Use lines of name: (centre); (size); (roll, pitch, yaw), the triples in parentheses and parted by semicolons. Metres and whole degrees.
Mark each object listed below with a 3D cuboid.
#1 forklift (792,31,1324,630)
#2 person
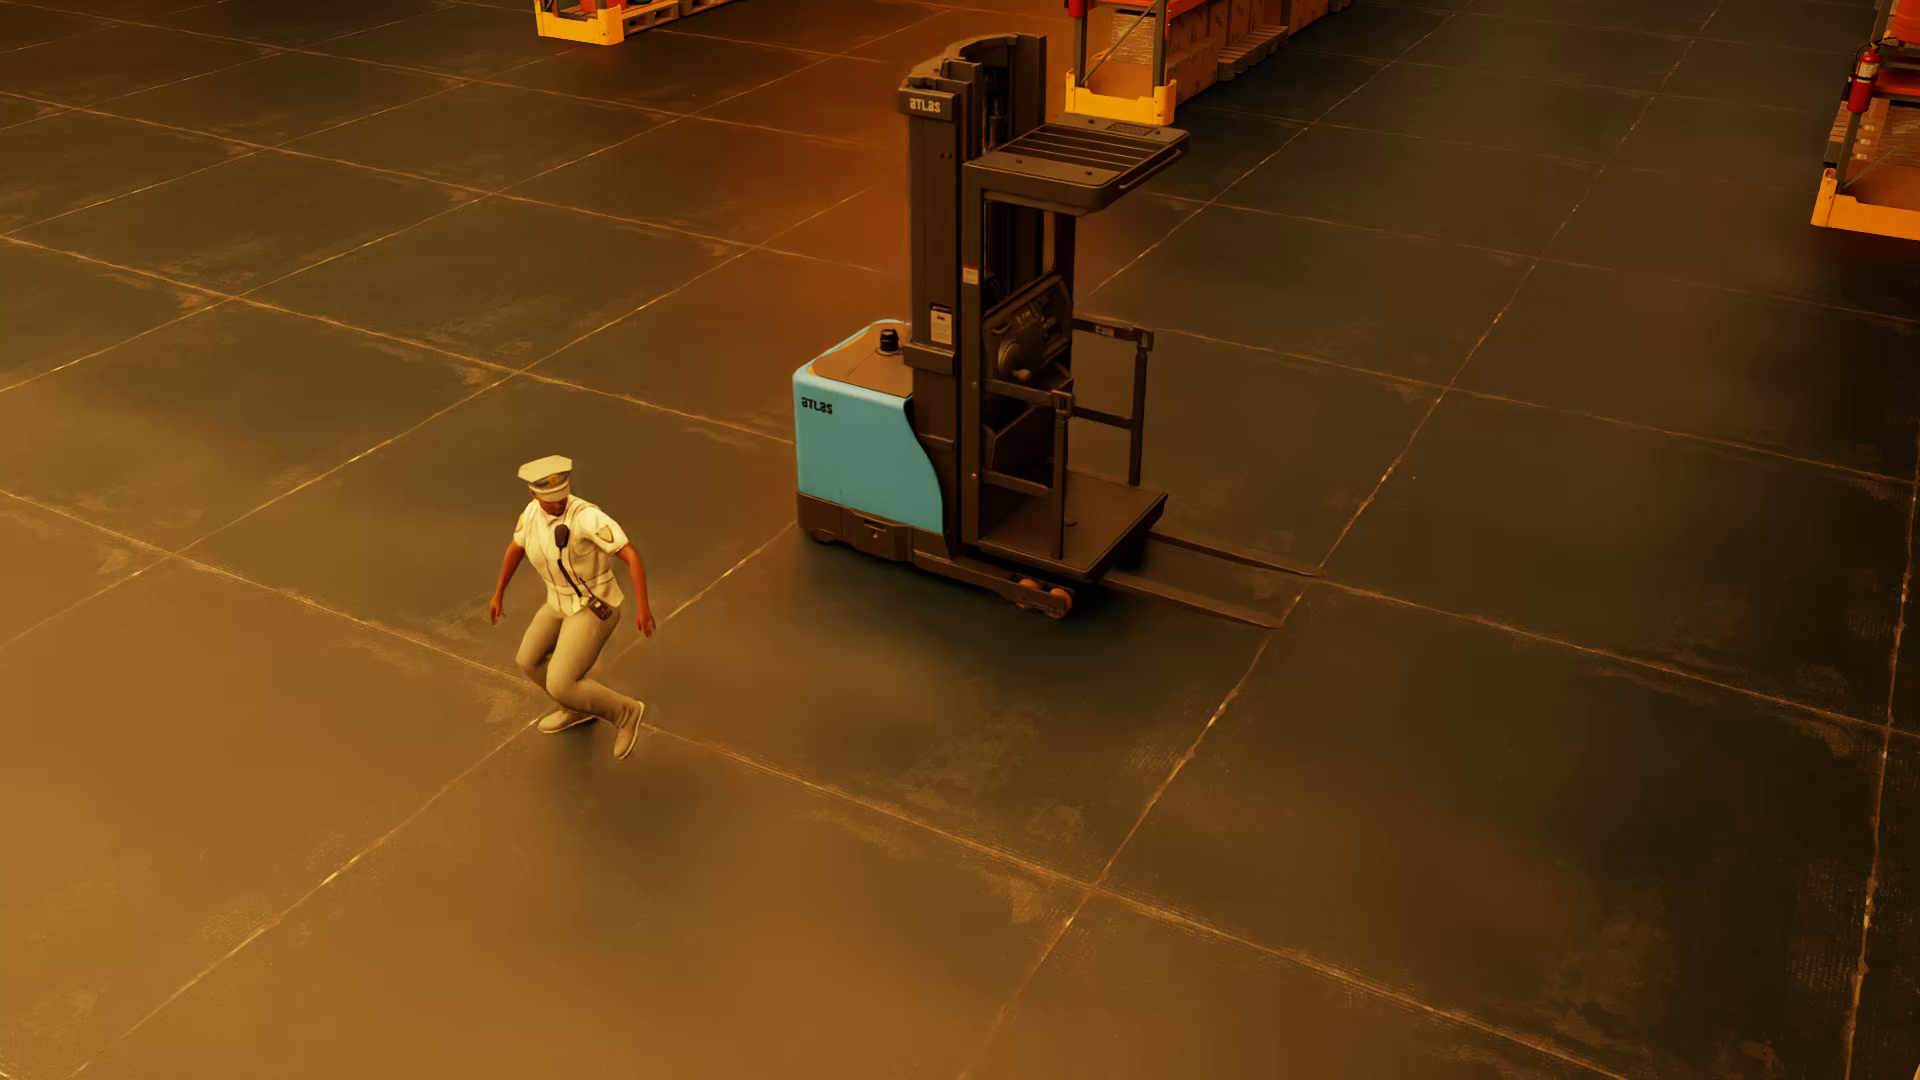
forklift: (0.550, -1.136, 9.039); (3.031, 2.935, 1.130); (16, 34, 26)
person: (-1.849, 0.337, 7.891); (0.520, 1.557, 0.772); (-25, 38, -36)
